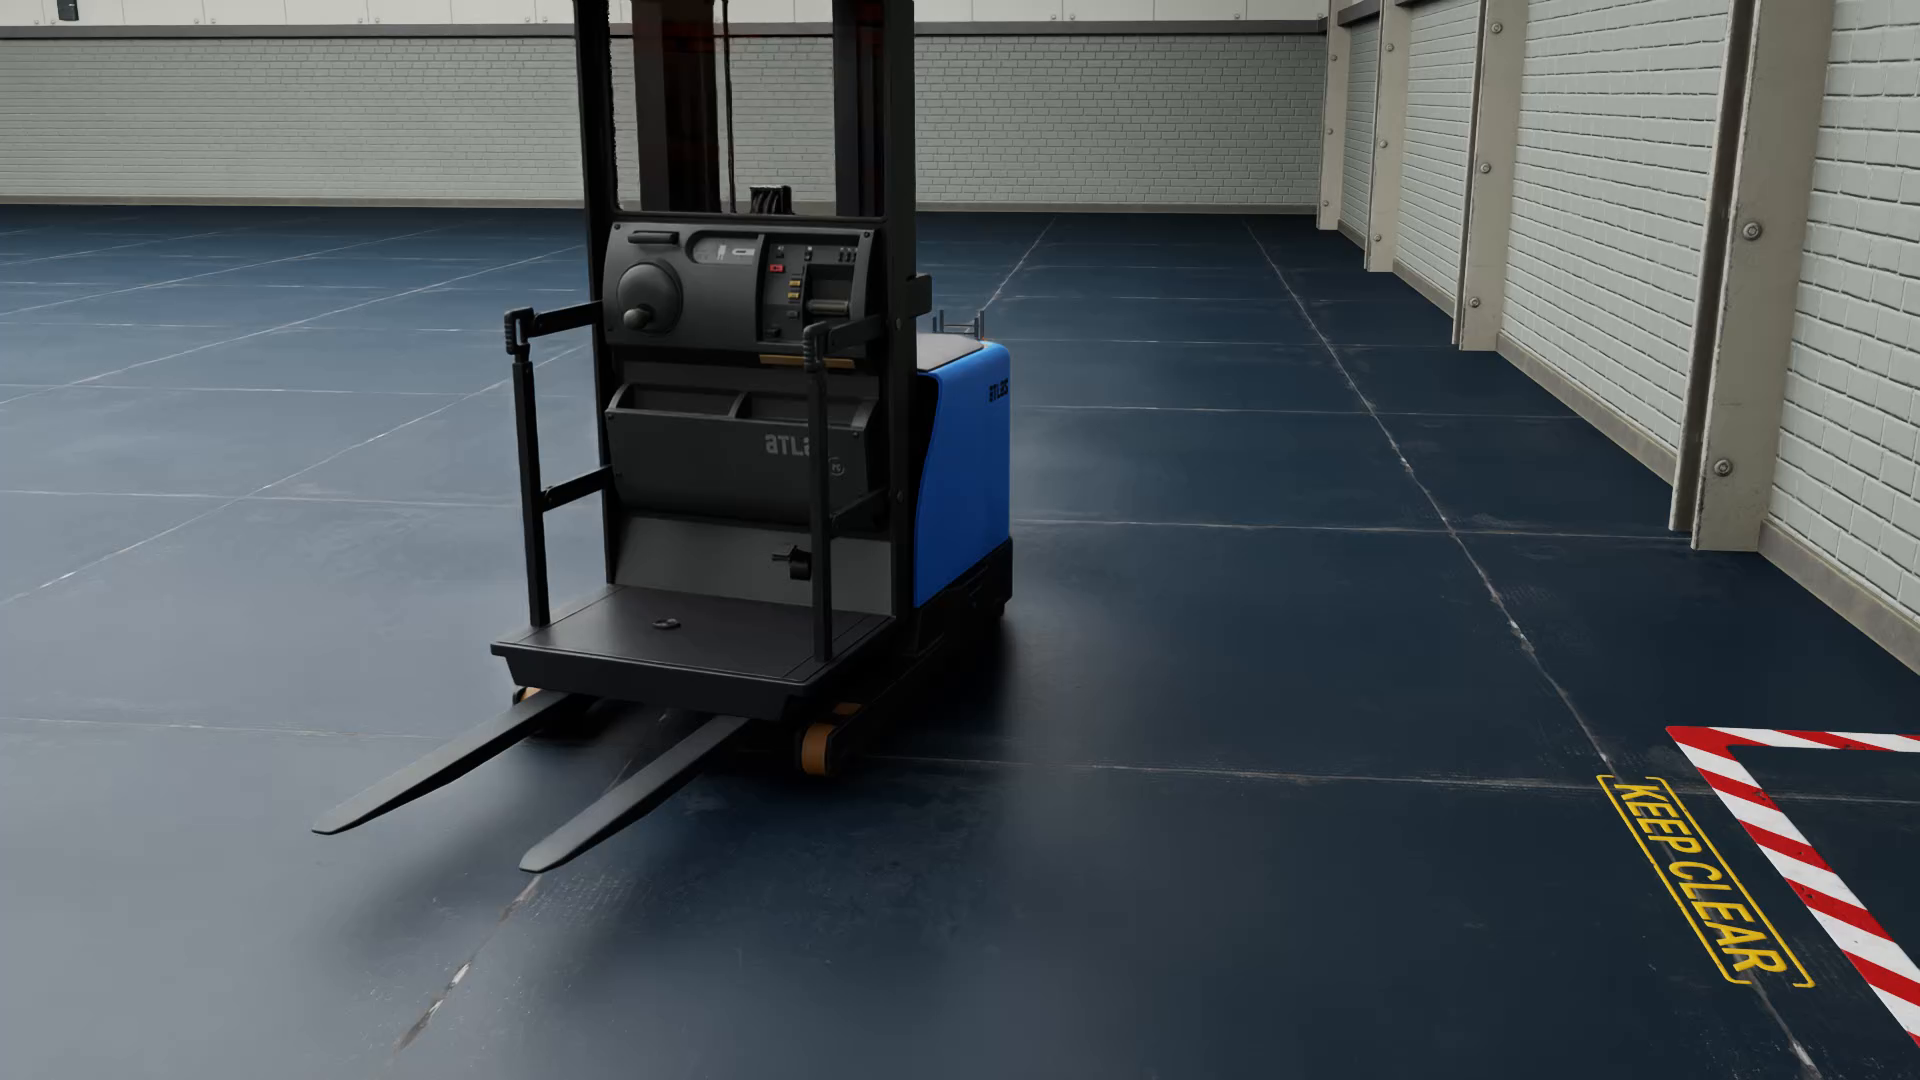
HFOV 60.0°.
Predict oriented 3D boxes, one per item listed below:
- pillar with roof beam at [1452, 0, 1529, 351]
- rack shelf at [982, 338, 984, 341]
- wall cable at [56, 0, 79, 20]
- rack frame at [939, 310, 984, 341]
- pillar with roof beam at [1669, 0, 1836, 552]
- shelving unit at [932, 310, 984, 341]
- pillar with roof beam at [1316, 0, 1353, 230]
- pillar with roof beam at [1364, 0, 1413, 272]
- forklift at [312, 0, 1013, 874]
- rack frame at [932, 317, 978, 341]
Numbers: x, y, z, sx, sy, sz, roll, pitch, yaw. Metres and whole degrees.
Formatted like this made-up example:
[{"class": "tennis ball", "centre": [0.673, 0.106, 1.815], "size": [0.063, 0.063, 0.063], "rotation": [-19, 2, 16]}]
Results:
[{"class": "pillar with roof beam", "centre": [-0.113, -6.030, 12.723], "size": [9.100, 9.000, 0.400], "rotation": [2, 15, 6]}, {"class": "rack shelf", "centre": [-0.006, -0.757, 7.402], "size": [0.215, 0.259, 0.240], "rotation": [2, 15, 6]}, {"class": "wall cable", "centre": [-14.703, -12.027, 28.384], "size": [2.305, 6.003, 0.169], "rotation": [2, 15, 6]}, {"class": "rack frame", "centre": [0.008, -0.525, 7.591], "size": [0.200, 1.050, 0.008], "rotation": [2, 15, 6]}, {"class": "pillar with roof beam", "centre": [-0.790, -4.474, 6.968], "size": [9.100, 9.000, 0.400], "rotation": [2, 15, 6]}, {"class": "shelving unit", "centre": [-0.006, -0.493, 7.474], "size": [0.215, 1.050, 0.252], "rotation": [2, 15, 6]}, {"class": "pillar with roof beam", "centre": [1.241, -9.142, 24.233], "size": [9.100, 9.000, 0.400], "rotation": [2, 15, 6]}, {"class": "pillar with roof beam", "centre": [0.564, -7.586, 18.478], "size": [9.100, 9.000, 0.400], "rotation": [2, 15, 6]}, {"class": "forklift", "centre": [-0.780, -0.819, 5.074], "size": [1.130, 2.935, 3.031], "rotation": [5, 16, 20]}, {"class": "rack frame", "centre": [-0.020, -0.461, 7.357], "size": [0.200, 1.050, 0.008], "rotation": [2, 15, 6]}]
